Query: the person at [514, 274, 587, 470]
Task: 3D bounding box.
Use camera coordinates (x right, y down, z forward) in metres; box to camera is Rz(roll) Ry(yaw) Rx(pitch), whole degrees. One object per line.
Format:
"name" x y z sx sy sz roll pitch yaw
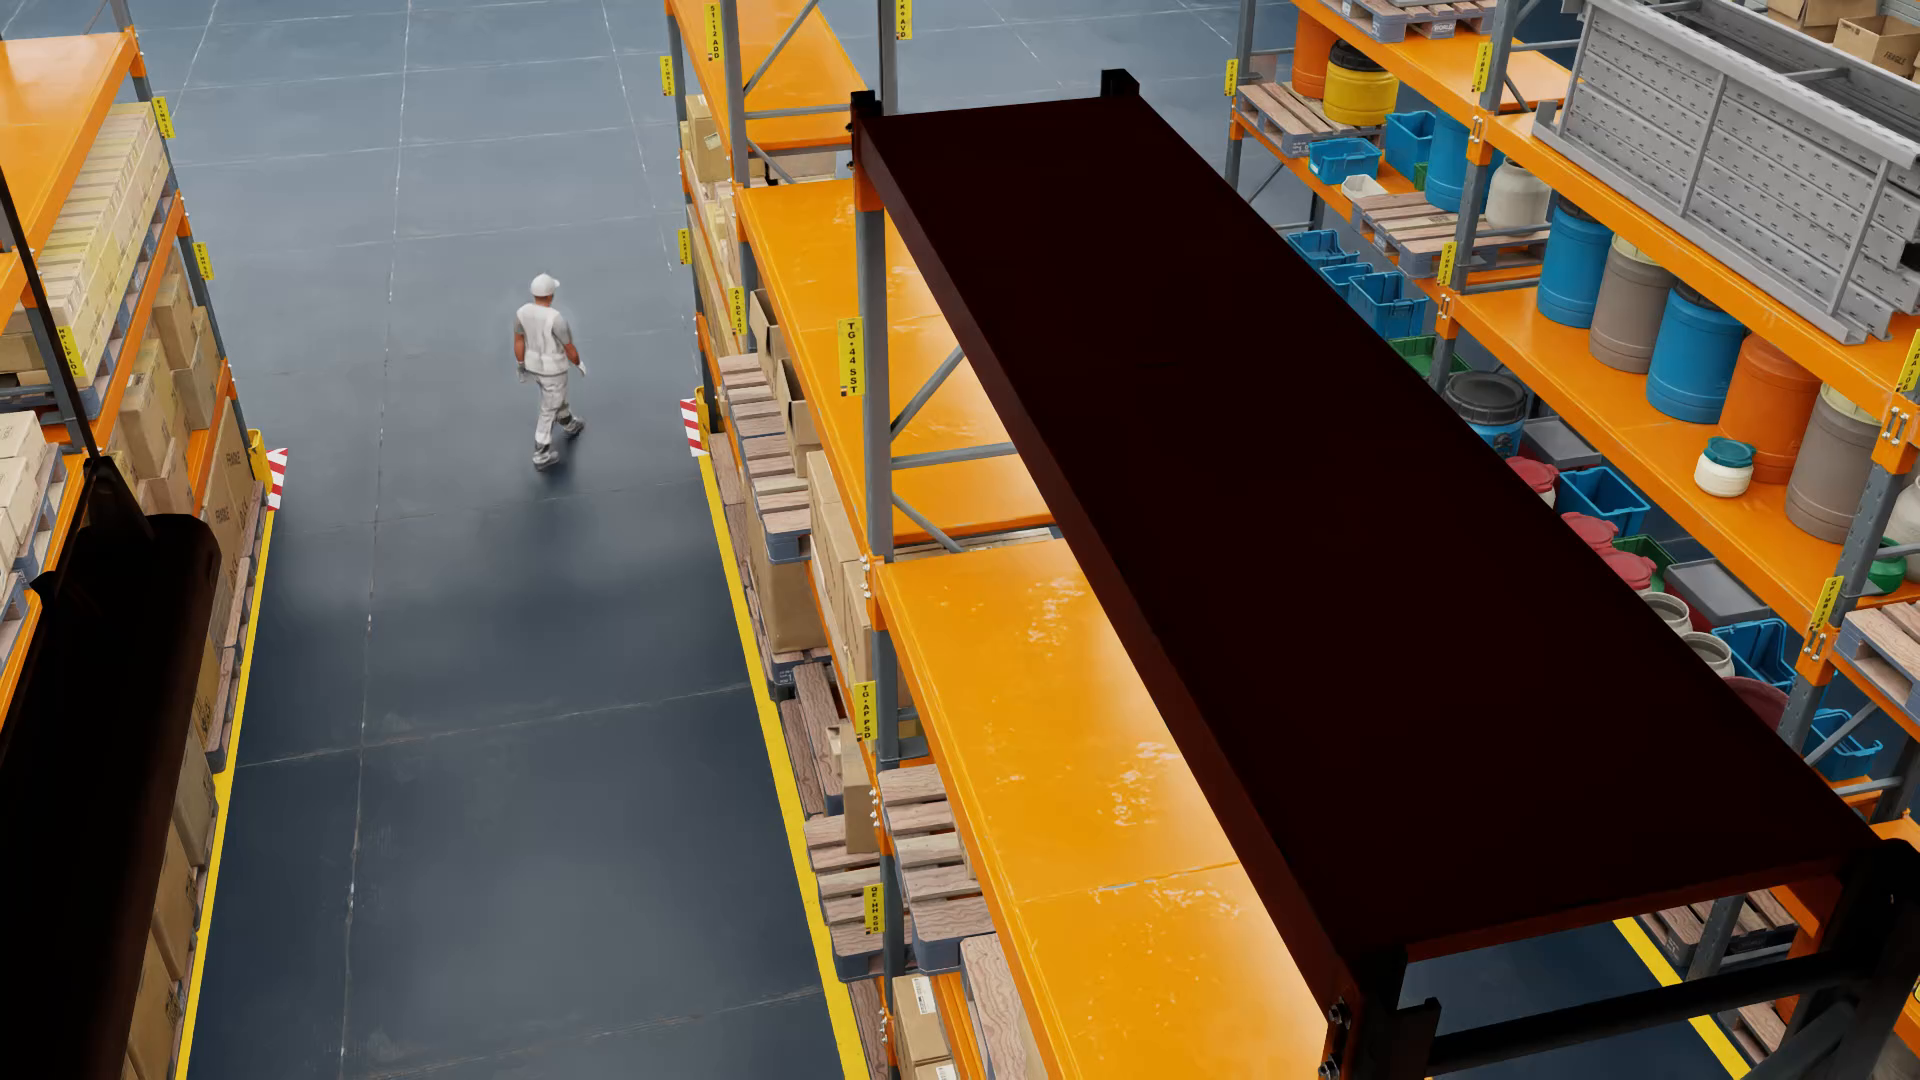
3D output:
"person" -3.609 -1.564 14.781 0.563 1.746 0.900 20 39 26
